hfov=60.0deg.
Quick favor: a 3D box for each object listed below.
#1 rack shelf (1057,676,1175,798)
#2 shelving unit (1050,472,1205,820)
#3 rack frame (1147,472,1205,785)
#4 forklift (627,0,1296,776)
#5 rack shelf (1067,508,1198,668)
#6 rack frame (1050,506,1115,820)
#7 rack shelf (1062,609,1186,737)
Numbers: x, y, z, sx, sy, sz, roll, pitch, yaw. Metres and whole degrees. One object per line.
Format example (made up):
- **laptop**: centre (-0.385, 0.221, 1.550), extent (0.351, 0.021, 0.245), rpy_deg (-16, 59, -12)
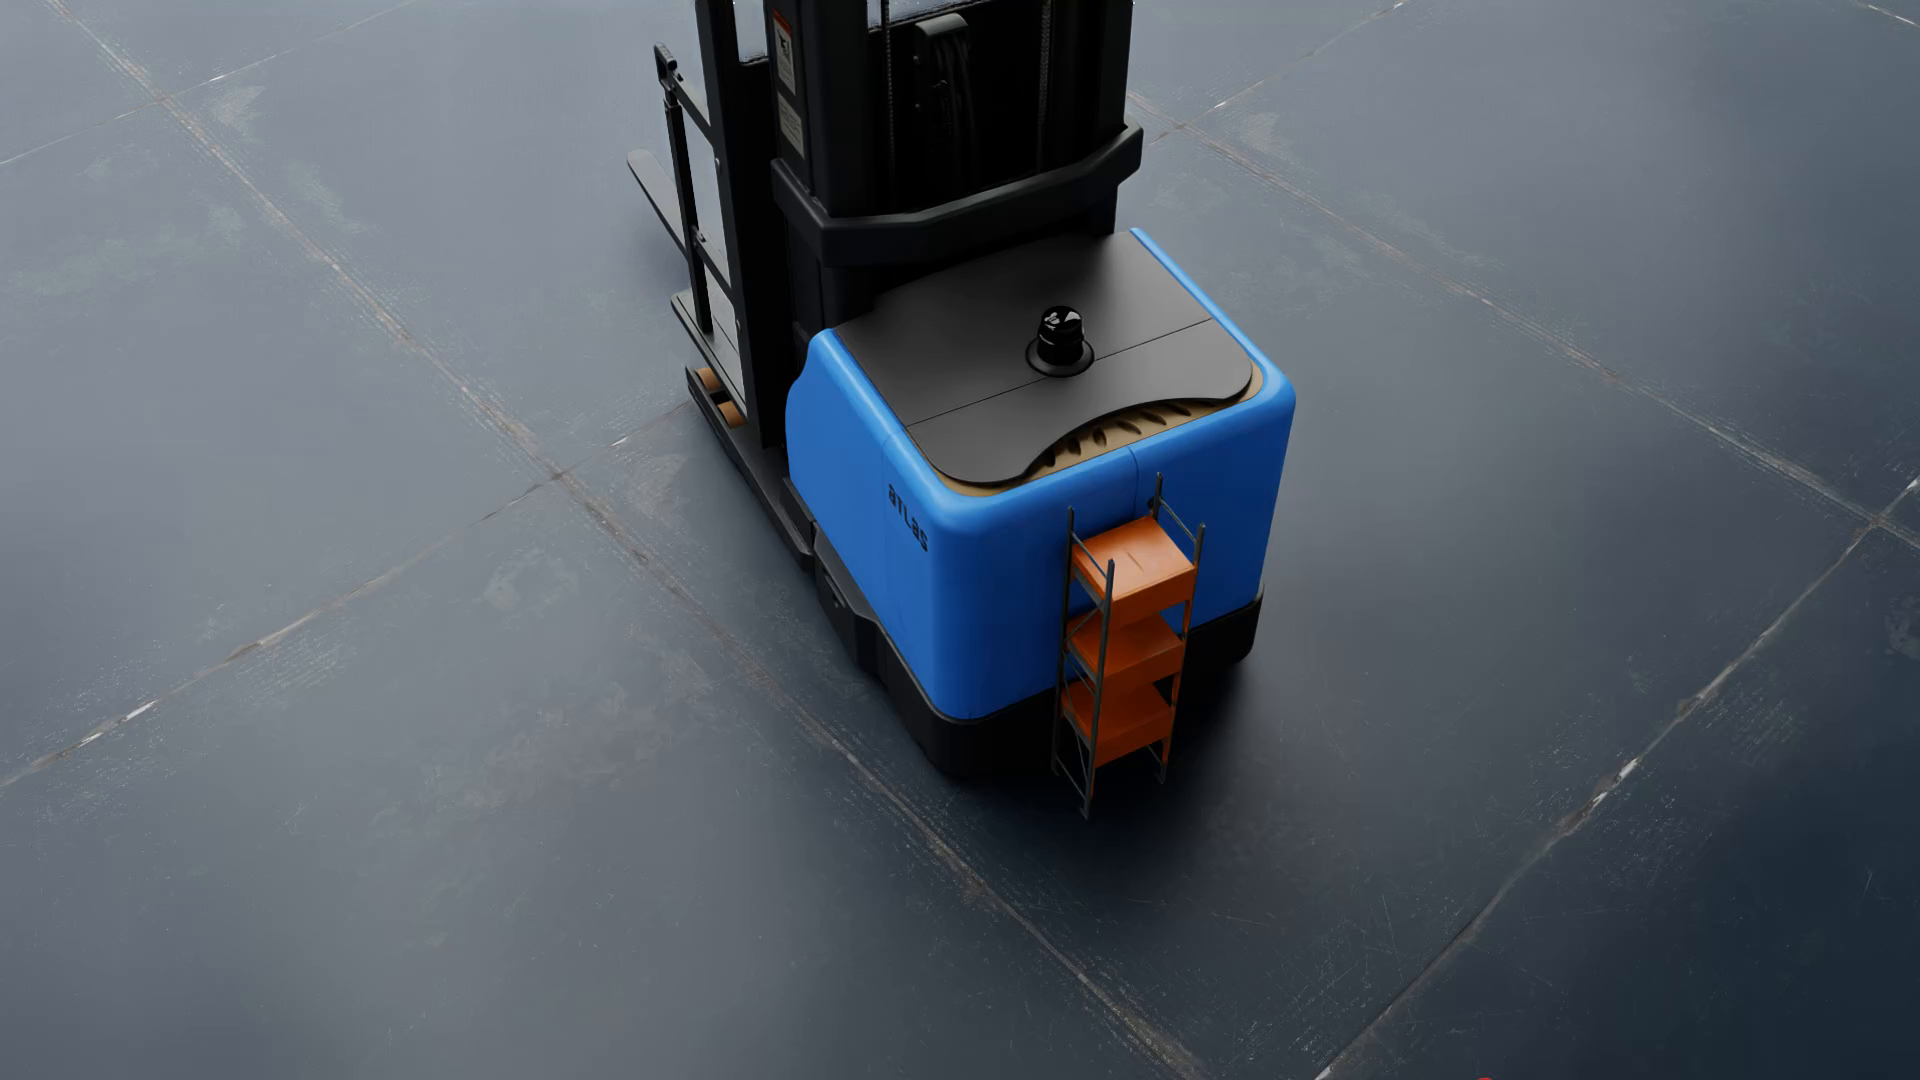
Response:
- **rack shelf**: centre (0.411, 0.497, 4.470), extent (0.240, 0.259, 0.215), rpy_deg (-21, 51, -18)
- **shelving unit**: centre (0.411, 0.302, 4.257), extent (0.252, 1.050, 0.215), rpy_deg (-21, 51, -18)
- **rack frame**: centre (0.519, 0.260, 4.295), extent (0.008, 1.050, 0.200), rpy_deg (-21, 51, -18)
- **forklift**: centre (-0.265, -1.435, 4.580), extent (1.130, 2.935, 3.031), rpy_deg (-21, 51, -18)
- **rack shelf**: centre (0.411, 0.117, 4.056), extent (0.240, 0.259, 0.215), rpy_deg (-21, 51, -18)
- **rack frame**: centre (0.303, 0.343, 4.219), extent (0.008, 1.050, 0.200), rpy_deg (-21, 51, -18)
- **rack shelf**: centre (0.411, 0.309, 4.265), extent (0.240, 0.259, 0.215), rpy_deg (-21, 51, -18)
